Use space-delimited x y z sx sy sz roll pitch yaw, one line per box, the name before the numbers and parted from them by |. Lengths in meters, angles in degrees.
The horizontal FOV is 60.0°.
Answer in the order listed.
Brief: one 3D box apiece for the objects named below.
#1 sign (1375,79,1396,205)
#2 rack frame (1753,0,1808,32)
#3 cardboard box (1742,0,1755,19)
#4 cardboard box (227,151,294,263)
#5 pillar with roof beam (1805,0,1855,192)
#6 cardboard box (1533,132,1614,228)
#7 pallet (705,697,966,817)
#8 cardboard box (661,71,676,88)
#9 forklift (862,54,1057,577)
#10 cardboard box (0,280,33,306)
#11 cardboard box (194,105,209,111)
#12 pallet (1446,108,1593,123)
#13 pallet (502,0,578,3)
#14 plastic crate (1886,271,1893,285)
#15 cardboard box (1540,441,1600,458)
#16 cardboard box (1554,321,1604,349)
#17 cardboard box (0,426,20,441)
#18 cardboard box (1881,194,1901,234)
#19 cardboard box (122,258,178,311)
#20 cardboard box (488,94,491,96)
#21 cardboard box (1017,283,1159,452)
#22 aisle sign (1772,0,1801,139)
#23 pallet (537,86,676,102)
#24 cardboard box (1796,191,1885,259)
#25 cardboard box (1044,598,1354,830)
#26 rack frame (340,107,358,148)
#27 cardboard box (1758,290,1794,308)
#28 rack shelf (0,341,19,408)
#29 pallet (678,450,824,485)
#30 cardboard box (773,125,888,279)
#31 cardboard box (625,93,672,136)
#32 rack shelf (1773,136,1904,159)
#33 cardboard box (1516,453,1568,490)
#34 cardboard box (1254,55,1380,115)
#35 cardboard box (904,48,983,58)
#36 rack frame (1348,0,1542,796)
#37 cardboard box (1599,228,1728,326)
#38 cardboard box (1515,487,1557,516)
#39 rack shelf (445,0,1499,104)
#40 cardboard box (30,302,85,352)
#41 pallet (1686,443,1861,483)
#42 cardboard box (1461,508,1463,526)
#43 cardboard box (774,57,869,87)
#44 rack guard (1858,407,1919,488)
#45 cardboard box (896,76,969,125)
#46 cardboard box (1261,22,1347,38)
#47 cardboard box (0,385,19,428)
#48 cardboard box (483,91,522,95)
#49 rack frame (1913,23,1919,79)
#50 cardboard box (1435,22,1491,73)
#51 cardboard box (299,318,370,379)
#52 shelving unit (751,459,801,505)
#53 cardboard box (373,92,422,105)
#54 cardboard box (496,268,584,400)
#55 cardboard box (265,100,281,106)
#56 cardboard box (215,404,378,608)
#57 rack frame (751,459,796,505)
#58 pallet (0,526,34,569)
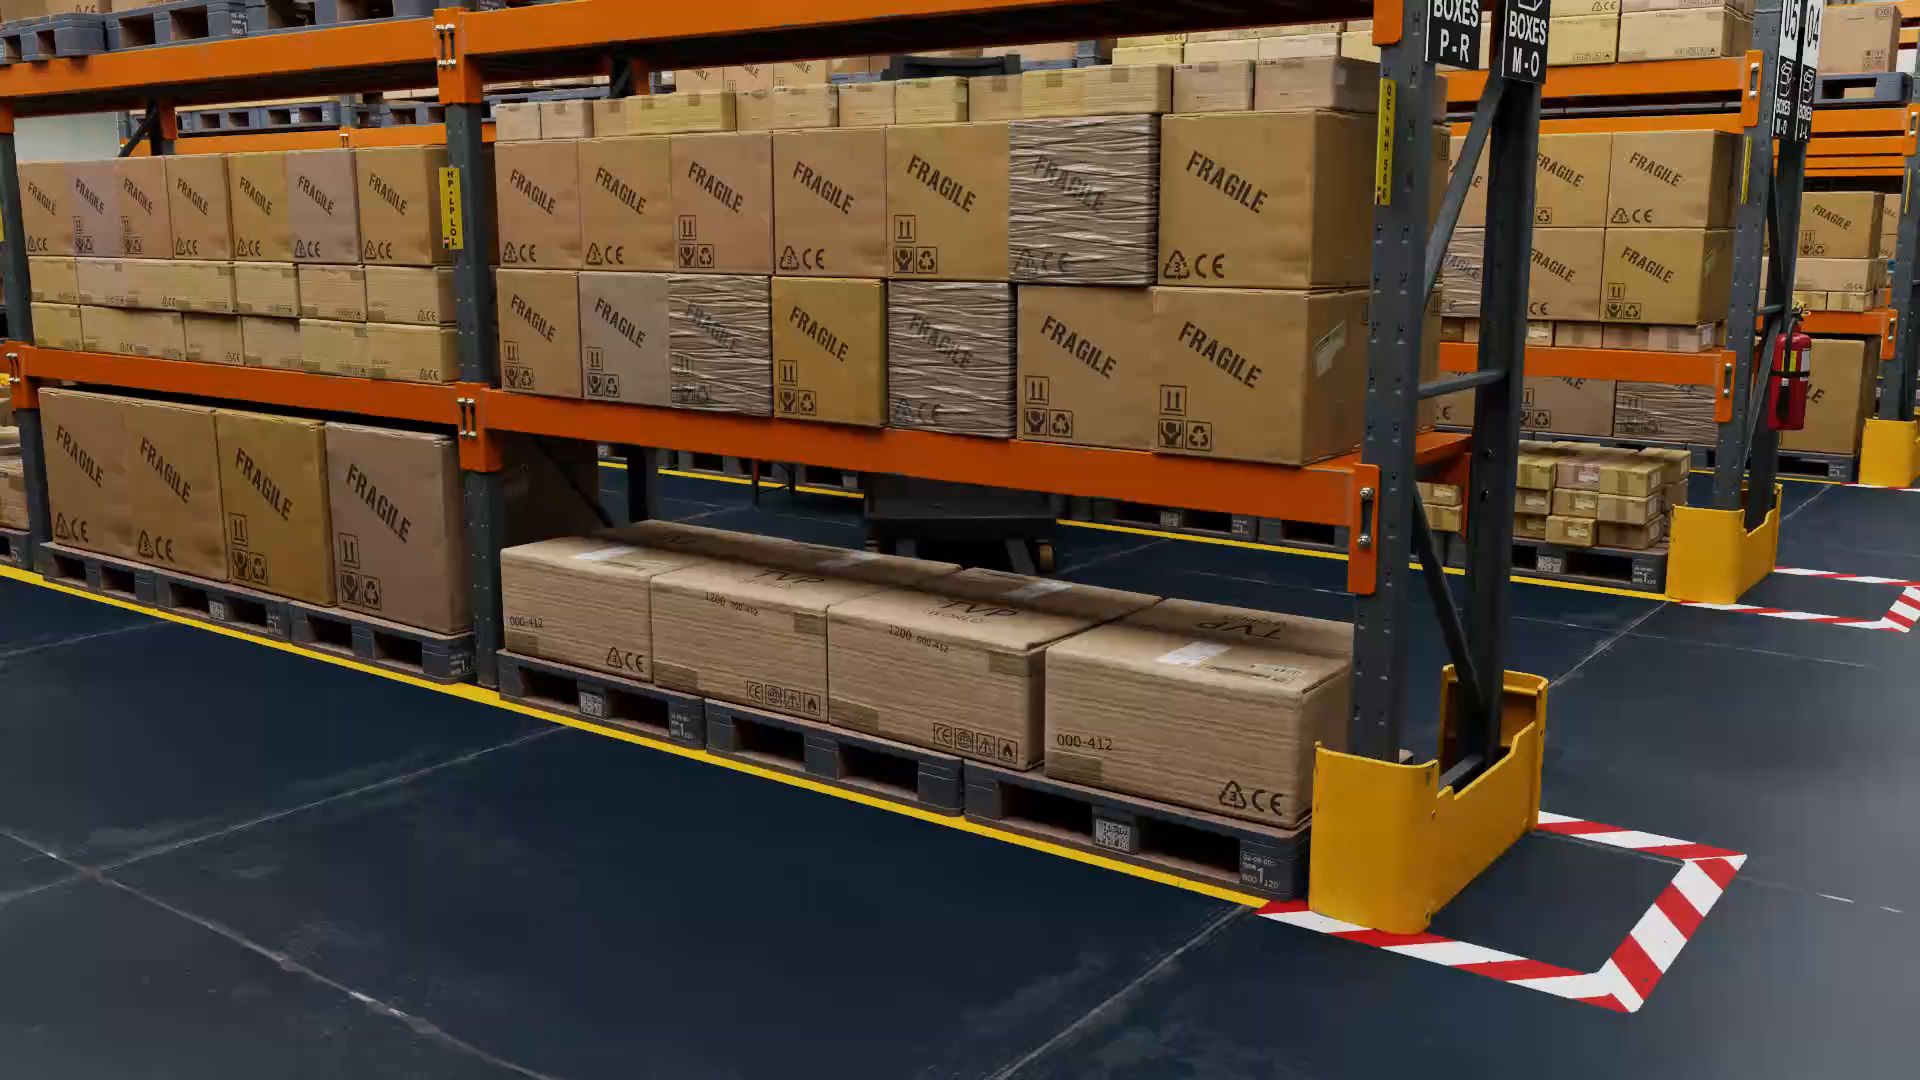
sign | 1.136 -1.059 4.434 0.005 0.325 0.100 8 13 36
rack frame | 4.316 -4.170 8.393 0.127 3.000 1.000 8 13 36
cardboard box | 4.108 -2.960 9.112 0.500 0.250 0.500 8 14 36
cardboard box | -3.083 -1.574 7.873 0.500 0.500 0.500 8 14 37
pillar with roof beam | 11.434 -7.037 23.214 0.400 9.000 9.100 8 13 36
cardboard box | 3.392 -1.981 9.194 0.500 0.500 0.500 7 13 34
pallet | -0.202 0.698 6.365 1.213 0.211 1.003 8 13 36
cardboard box | -2.306 -3.791 13.623 0.250 0.149 0.380 7 13 33
forklift | -0.016 -1.302 9.541 1.130 2.935 3.031 0 11 -2
cardboard box | -5.384 -1.439 9.625 0.250 0.149 0.380 9 14 38
cardboard box | -7.476 -4.399 16.765 0.250 0.149 0.380 8 13 35
pallet | 4.763 -3.758 14.394 1.213 0.211 1.003 8 13 36
pallet | -1.103 -2.241 6.552 1.213 0.211 1.003 8 13 36
plastic crate | 9.501 -2.695 17.099 0.243 0.136 0.396 8 13 36
cardboard box | 3.675 -0.495 10.024 0.250 0.149 0.380 8 13 35
cardboard box | 3.497 -1.154 9.261 0.250 0.149 0.380 8 13 35
cardboard box | -6.637 -0.504 11.050 0.625 0.372 0.950 9 14 37
cardboard box | 11.851 -4.151 21.194 0.500 0.500 0.500 8 14 37
cardboard box | -3.908 -1.316 8.513 0.500 0.250 0.500 8 13 35
cardboard box | -4.230 -4.123 15.073 0.500 0.250 0.500 8 13 35
cardboard box | 0.527 -0.577 5.352 0.500 0.500 0.500 8 13 34
aisle sign | 4.198 -2.447 8.436 0.004 0.787 0.394 8 13 36
pallet | -2.682 -3.568 13.678 1.003 0.211 1.213 9 14 38
cardboard box | 6.786 -2.428 12.819 0.500 0.500 0.500 8 14 36
cardboard box | 0.877 0.537 5.495 0.875 0.438 0.875 7 13 34
rack frame | -5.356 -2.574 15.937 0.127 3.000 1.000 8 13 36
cardboard box | 6.439 -1.897 13.097 0.250 0.149 0.380 8 14 36
rack shelf | -6.592 -1.227 10.867 4.000 0.370 1.077 8 13 36
pallet | -1.503 -0.667 13.422 1.213 0.211 1.003 8 13 36
cardboard box | -0.301 -1.181 5.839 0.500 0.500 0.500 8 13 35
cardboard box | -1.044 -1.603 6.313 0.250 0.149 0.380 8 13 35
rack shelf | 8.653 -4.075 17.695 4.000 0.370 1.077 8 13 36
cardboard box | 3.287 -0.391 9.486 0.250 0.149 0.380 8 13 34
cardboard box | 1.060 -1.324 4.871 0.250 0.149 0.380 8 14 36
cardboard box | -0.075 -3.598 11.955 0.637 0.503 0.797 8 13 35
rack frame | 1.468 -0.456 4.987 0.127 3.000 1.000 8 13 36
cardboard box | 3.802 -1.431 8.983 0.500 0.500 0.500 8 14 37
cardboard box | 3.302 -0.251 9.547 0.250 0.149 0.380 7 13 33
rack shelf | -0.144 -1.800 5.933 4.000 0.370 1.077 8 13 36
cardboard box | -4.735 -1.188 9.167 0.500 0.250 0.500 8 13 35
pallet | 6.643 -0.682 13.497 1.213 0.211 1.003 8 13 36
cardboard box | 3.133 -0.141 9.759 0.250 0.149 0.380 8 14 36
cardboard box | -1.015 -3.430 12.204 0.500 0.500 0.500 8 13 36
rack guard | 7.353 -0.743 13.053 0.348 0.500 1.175 8 13 36
cardboard box | -0.001 -1.459 5.570 0.250 0.149 0.380 8 14 37
cardboard box | 2.134 -3.113 9.903 0.500 0.250 0.500 8 14 37
cardboard box | -8.514 -1.219 15.505 0.637 0.503 0.797 -1 11 -4
cardboard box | -3.973 -3.993 14.360 0.258 0.266 0.396 8 13 36
rack frame | 7.334 -4.918 12.260 0.127 3.000 1.000 8 13 36
cardboard box | 2.986 -2.749 9.337 0.500 0.250 0.500 9 14 38
cardboard box | -2.677 -0.901 7.684 0.500 0.250 0.500 8 13 35
shelving unit | -0.902 -0.797 11.686 1.048 1.125 0.538 6 13 29
cardboard box | -5.448 -4.271 16.107 0.250 0.149 0.380 8 13 35
cardboard box | -1.533 -0.862 6.823 0.500 0.500 0.500 9 14 37
cardboard box | -6.457 -4.256 16.029 0.250 0.149 0.380 8 14 36
cardboard box | -3.036 -0.226 8.290 0.875 0.875 0.875 8 14 37
rack frame | -1.345 -0.844 11.931 0.032 1.125 0.500 6 13 29
pallet | -5.609 -0.074 10.357 1.213 0.211 1.003 8 13 36
